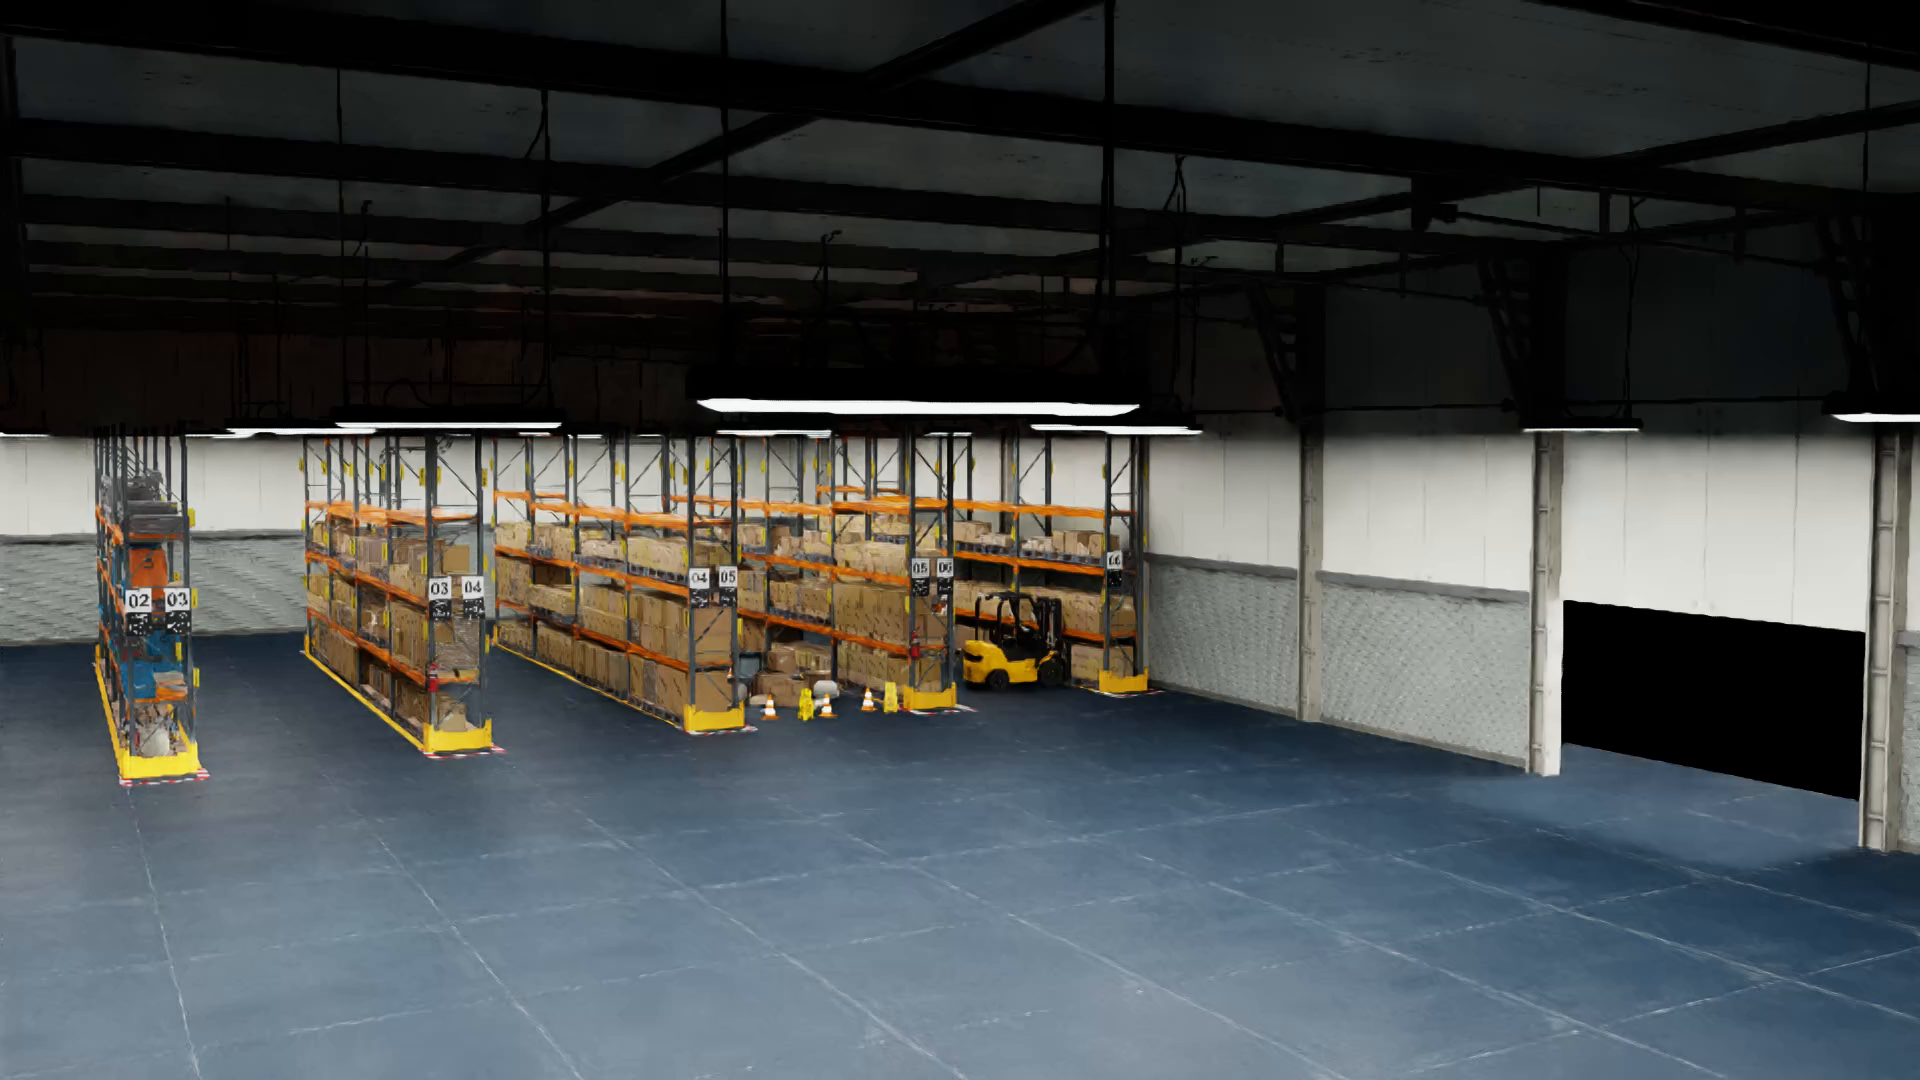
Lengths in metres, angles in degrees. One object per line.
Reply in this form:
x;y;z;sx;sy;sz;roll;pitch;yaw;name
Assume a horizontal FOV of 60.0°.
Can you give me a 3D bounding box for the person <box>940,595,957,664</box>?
-0.390;2.257;42.305;0.588;1.782;0.677;0;3;-4;person
